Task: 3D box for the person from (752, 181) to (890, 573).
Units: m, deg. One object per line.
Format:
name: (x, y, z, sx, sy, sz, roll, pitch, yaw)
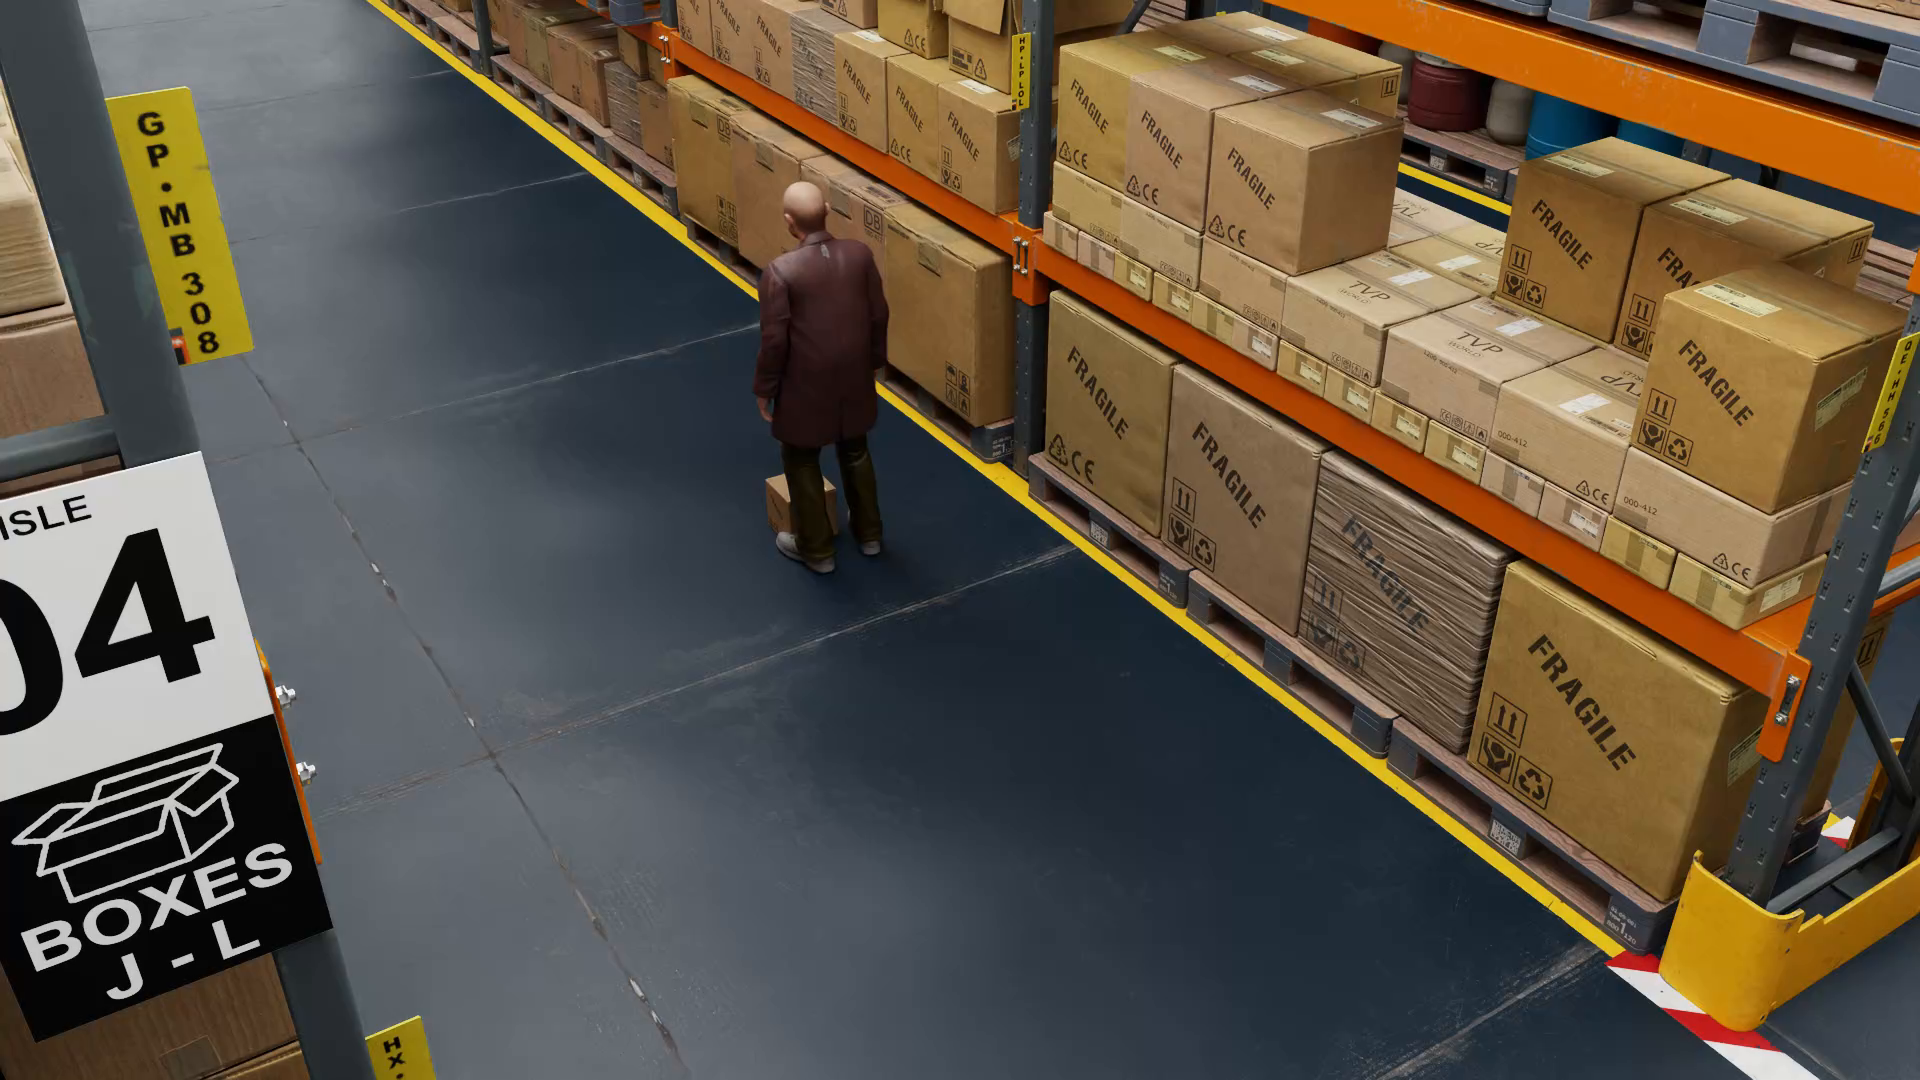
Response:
person: (-0.602, -0.697, 7.258, 0.644, 1.774, 0.425, -19, 37, -27)
